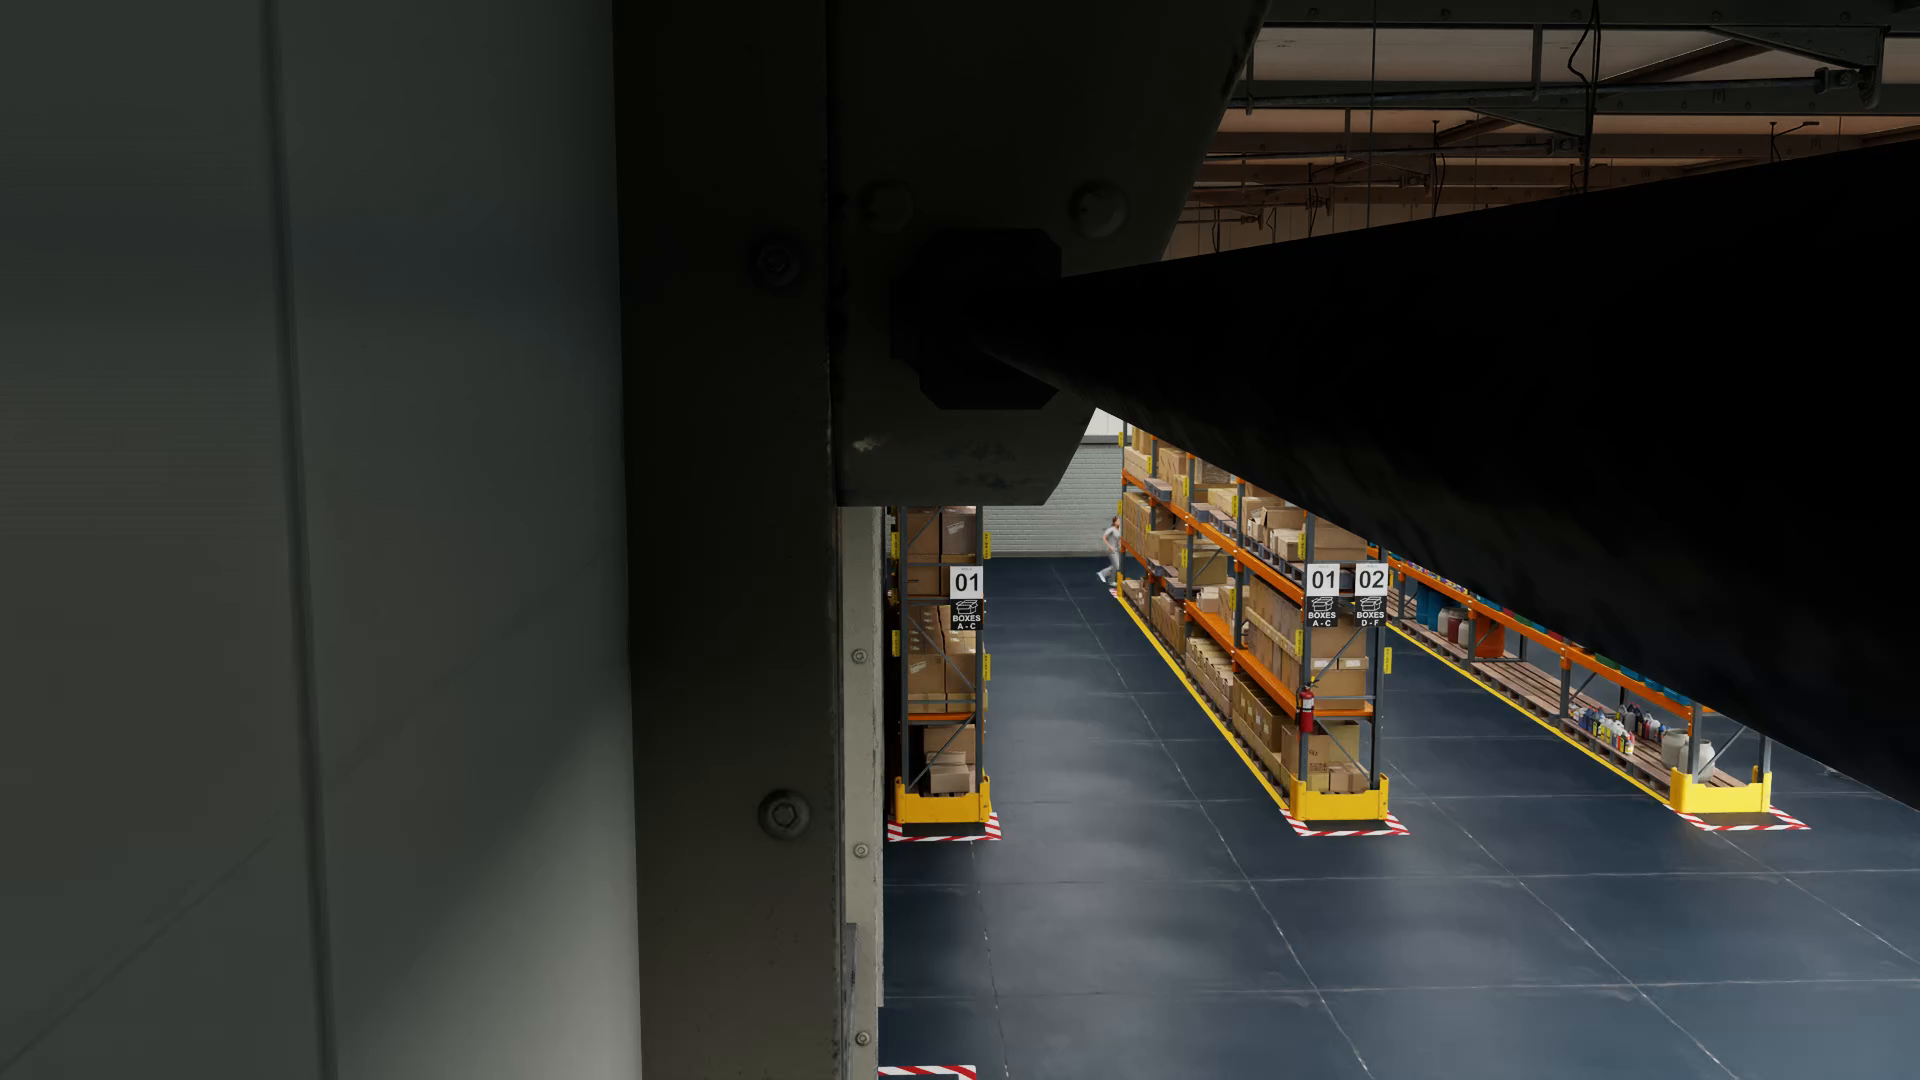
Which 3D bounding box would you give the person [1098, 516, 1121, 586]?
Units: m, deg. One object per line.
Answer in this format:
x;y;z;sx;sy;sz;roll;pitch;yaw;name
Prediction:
3.447;0.243;37.826;0.509;1.598;0.632;5;10;33;person
